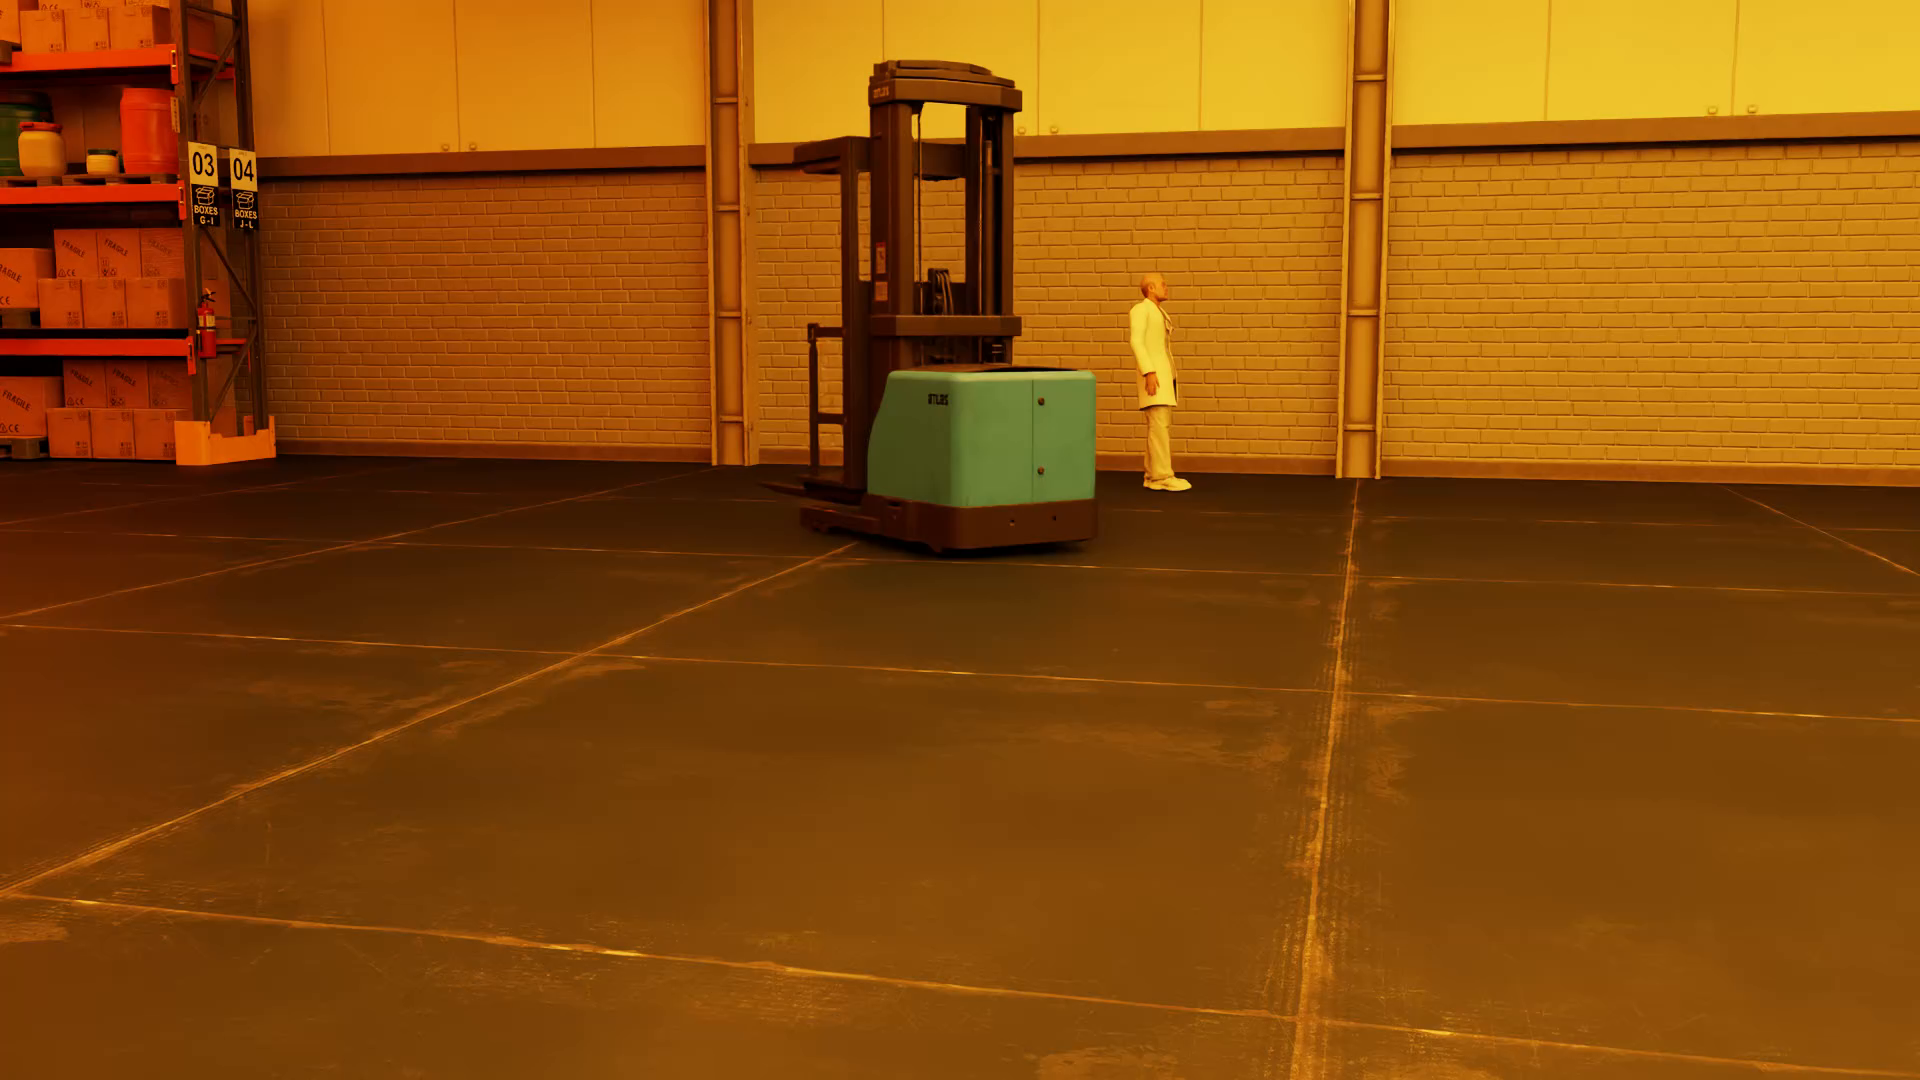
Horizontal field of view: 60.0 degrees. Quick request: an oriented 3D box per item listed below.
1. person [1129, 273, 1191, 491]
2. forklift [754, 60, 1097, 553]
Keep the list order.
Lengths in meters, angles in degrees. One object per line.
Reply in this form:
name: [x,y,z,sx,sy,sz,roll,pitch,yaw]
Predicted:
person: [1.728,-1.319,13.816,0.582,1.778,0.698,3,8,24]
forklift: [-0.395,-1.519,10.835,1.130,2.935,3.031,-5,9,-33]
